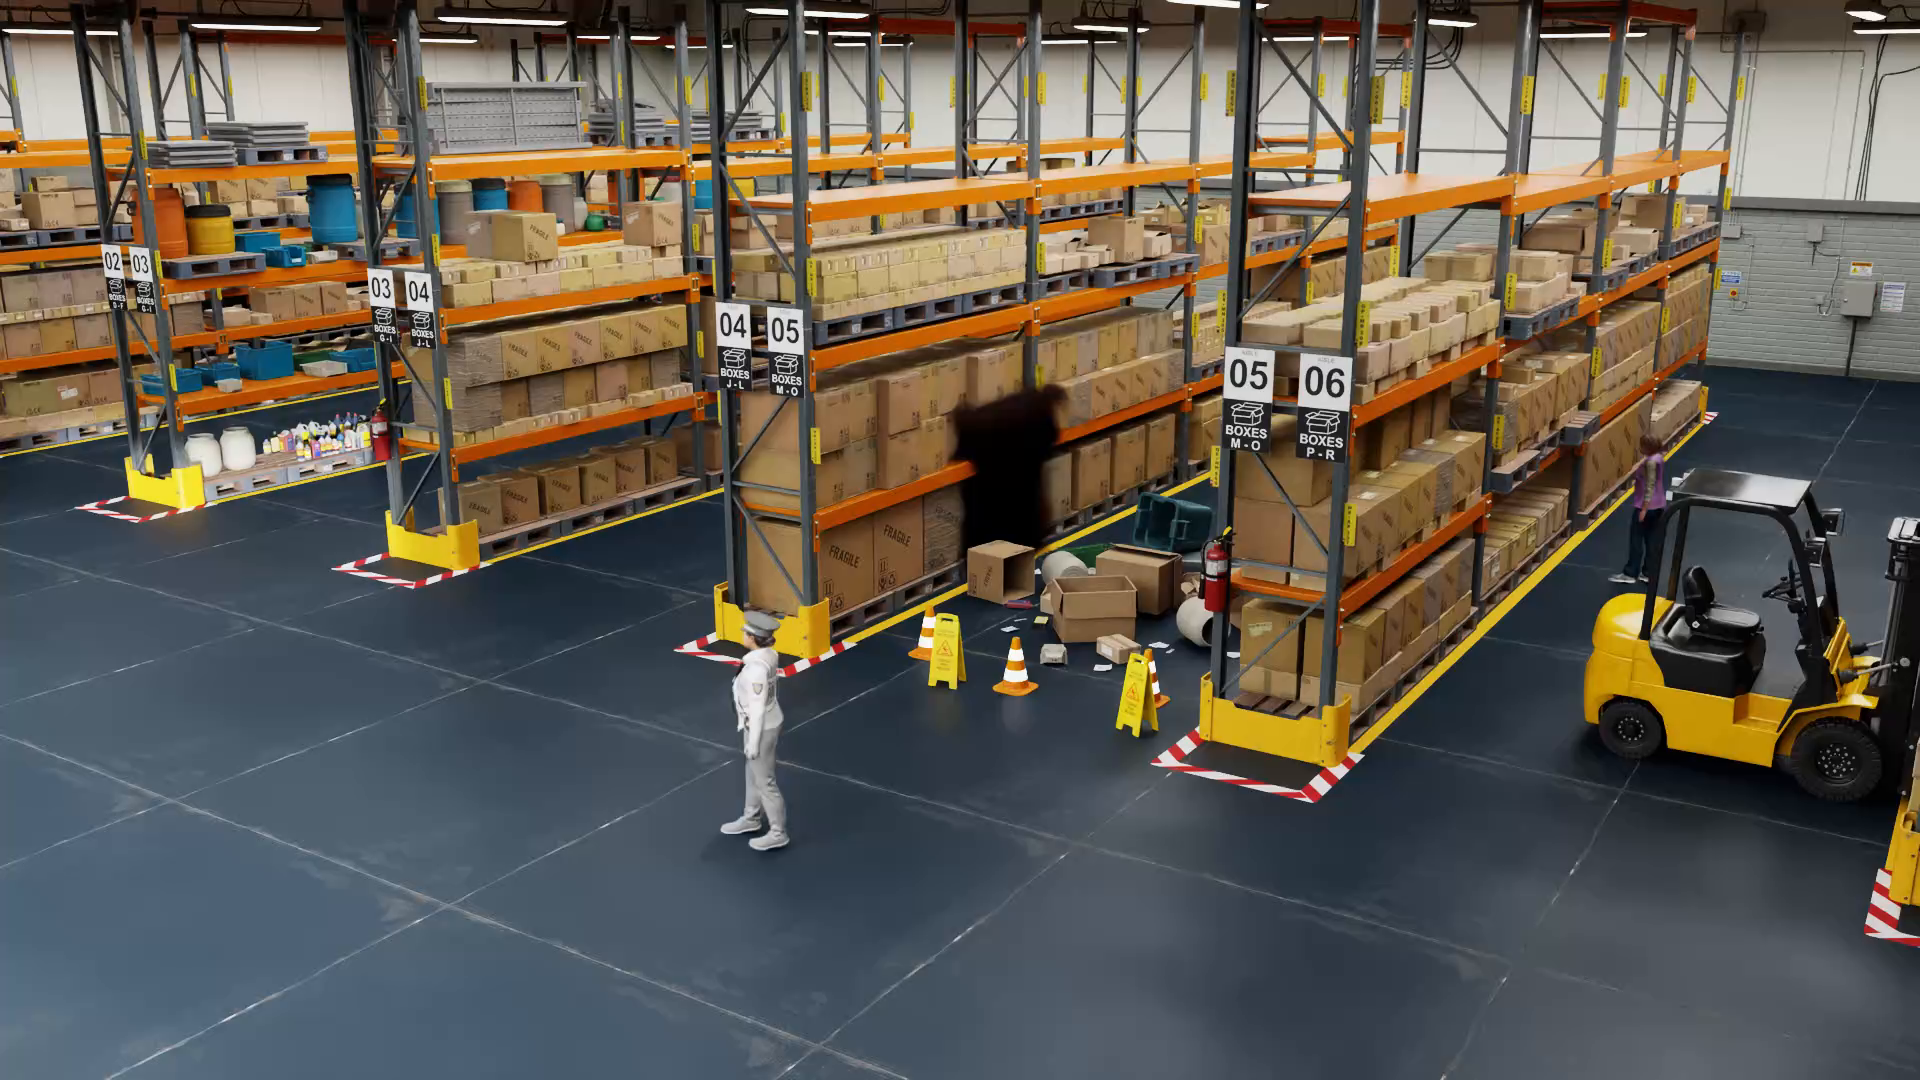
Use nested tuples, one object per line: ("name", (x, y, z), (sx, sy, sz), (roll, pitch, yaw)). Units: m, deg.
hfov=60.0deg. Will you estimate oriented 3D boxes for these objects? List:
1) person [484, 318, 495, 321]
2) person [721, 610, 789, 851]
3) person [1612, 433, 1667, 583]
("person", (-7.847, -3.165, 27.551), (0.396, 1.621, 1.030), (10, 18, 32))
("person", (-1.444, 1.306, 11.392), (0.528, 1.700, 0.490), (1, 16, 4))
("person", (7.215, -0.340, 17.498), (0.473, 1.601, 0.390), (-12, 19, -36))
